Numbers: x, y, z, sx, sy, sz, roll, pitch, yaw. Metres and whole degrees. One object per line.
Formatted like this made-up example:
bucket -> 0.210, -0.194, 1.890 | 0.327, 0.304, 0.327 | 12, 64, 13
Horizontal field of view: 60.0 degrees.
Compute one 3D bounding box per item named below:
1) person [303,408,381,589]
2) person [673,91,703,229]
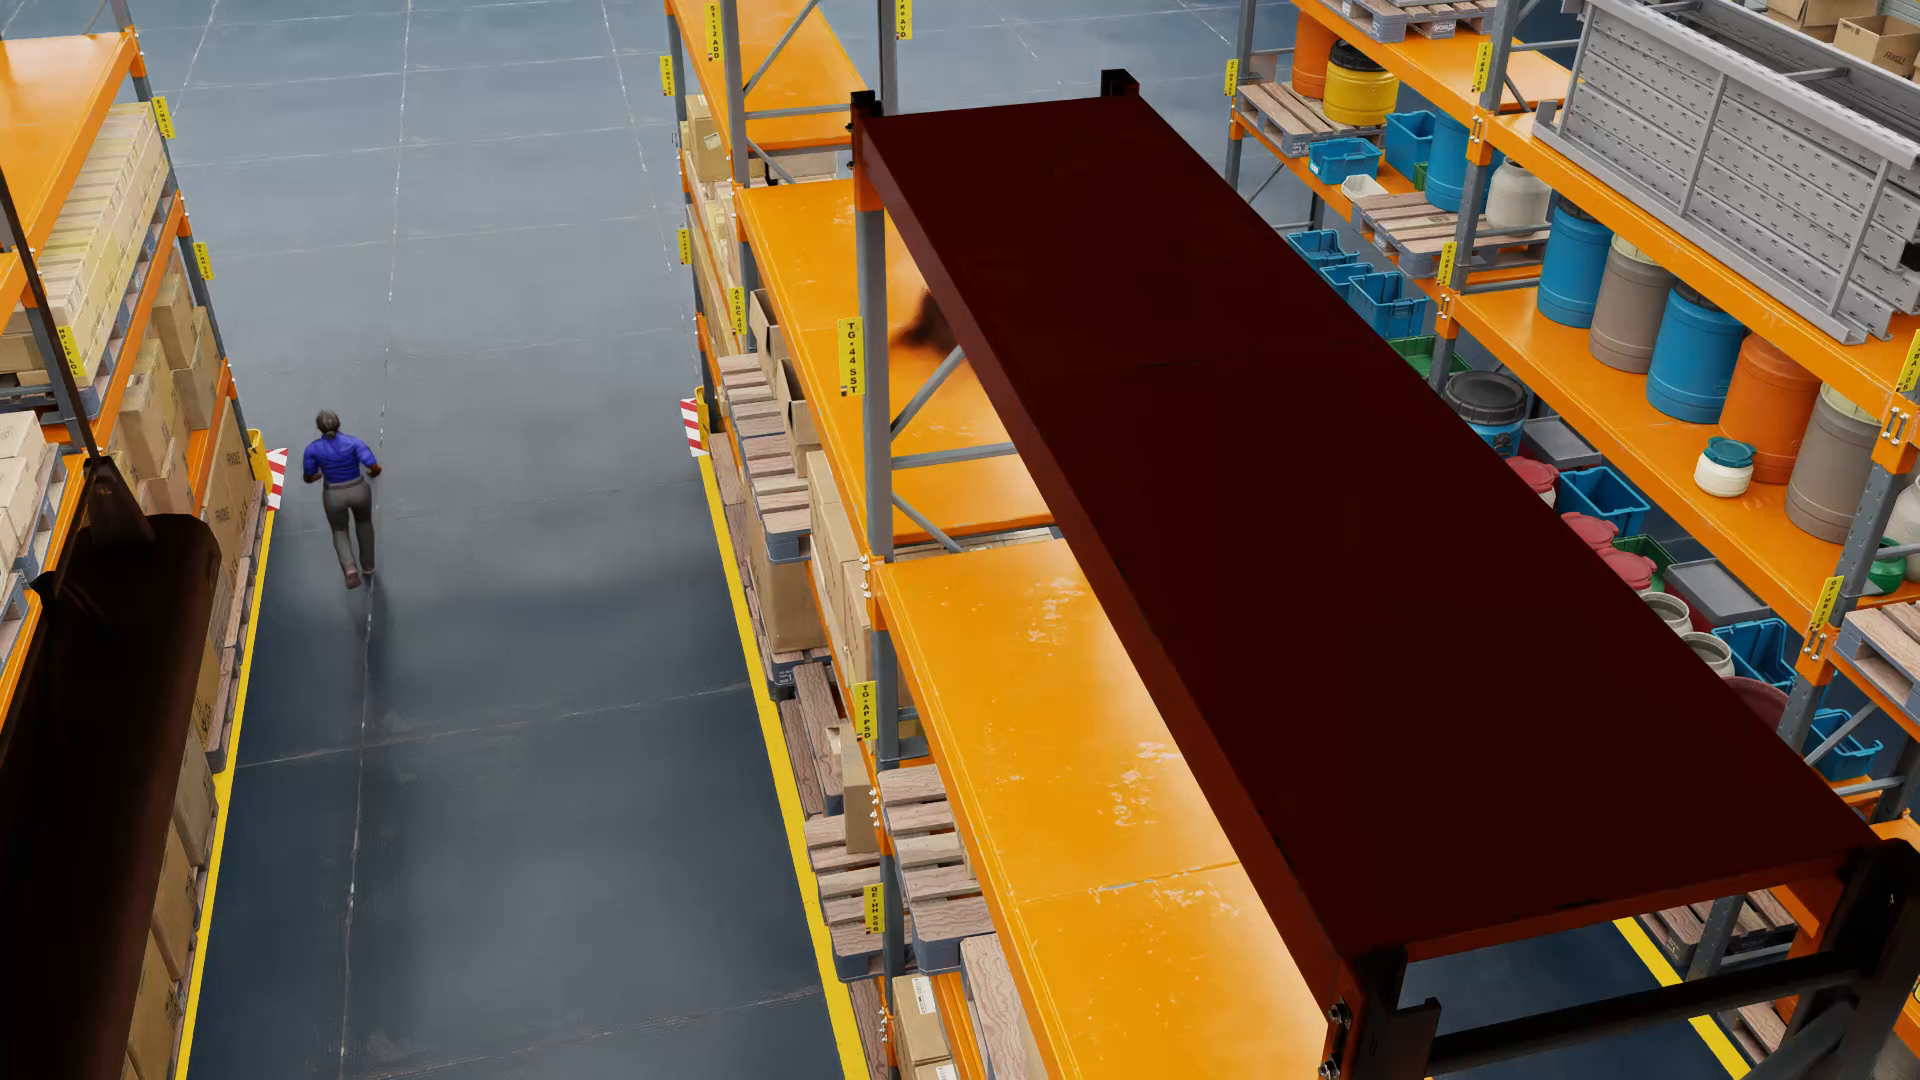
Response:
person -> -4.838, -0.335, 13.156 | 0.580, 1.607, 0.701 | -12, 36, -17
person -> -2.854, -4.200, 18.702 | 0.854, 1.727, 0.593 | 8, 35, 12
